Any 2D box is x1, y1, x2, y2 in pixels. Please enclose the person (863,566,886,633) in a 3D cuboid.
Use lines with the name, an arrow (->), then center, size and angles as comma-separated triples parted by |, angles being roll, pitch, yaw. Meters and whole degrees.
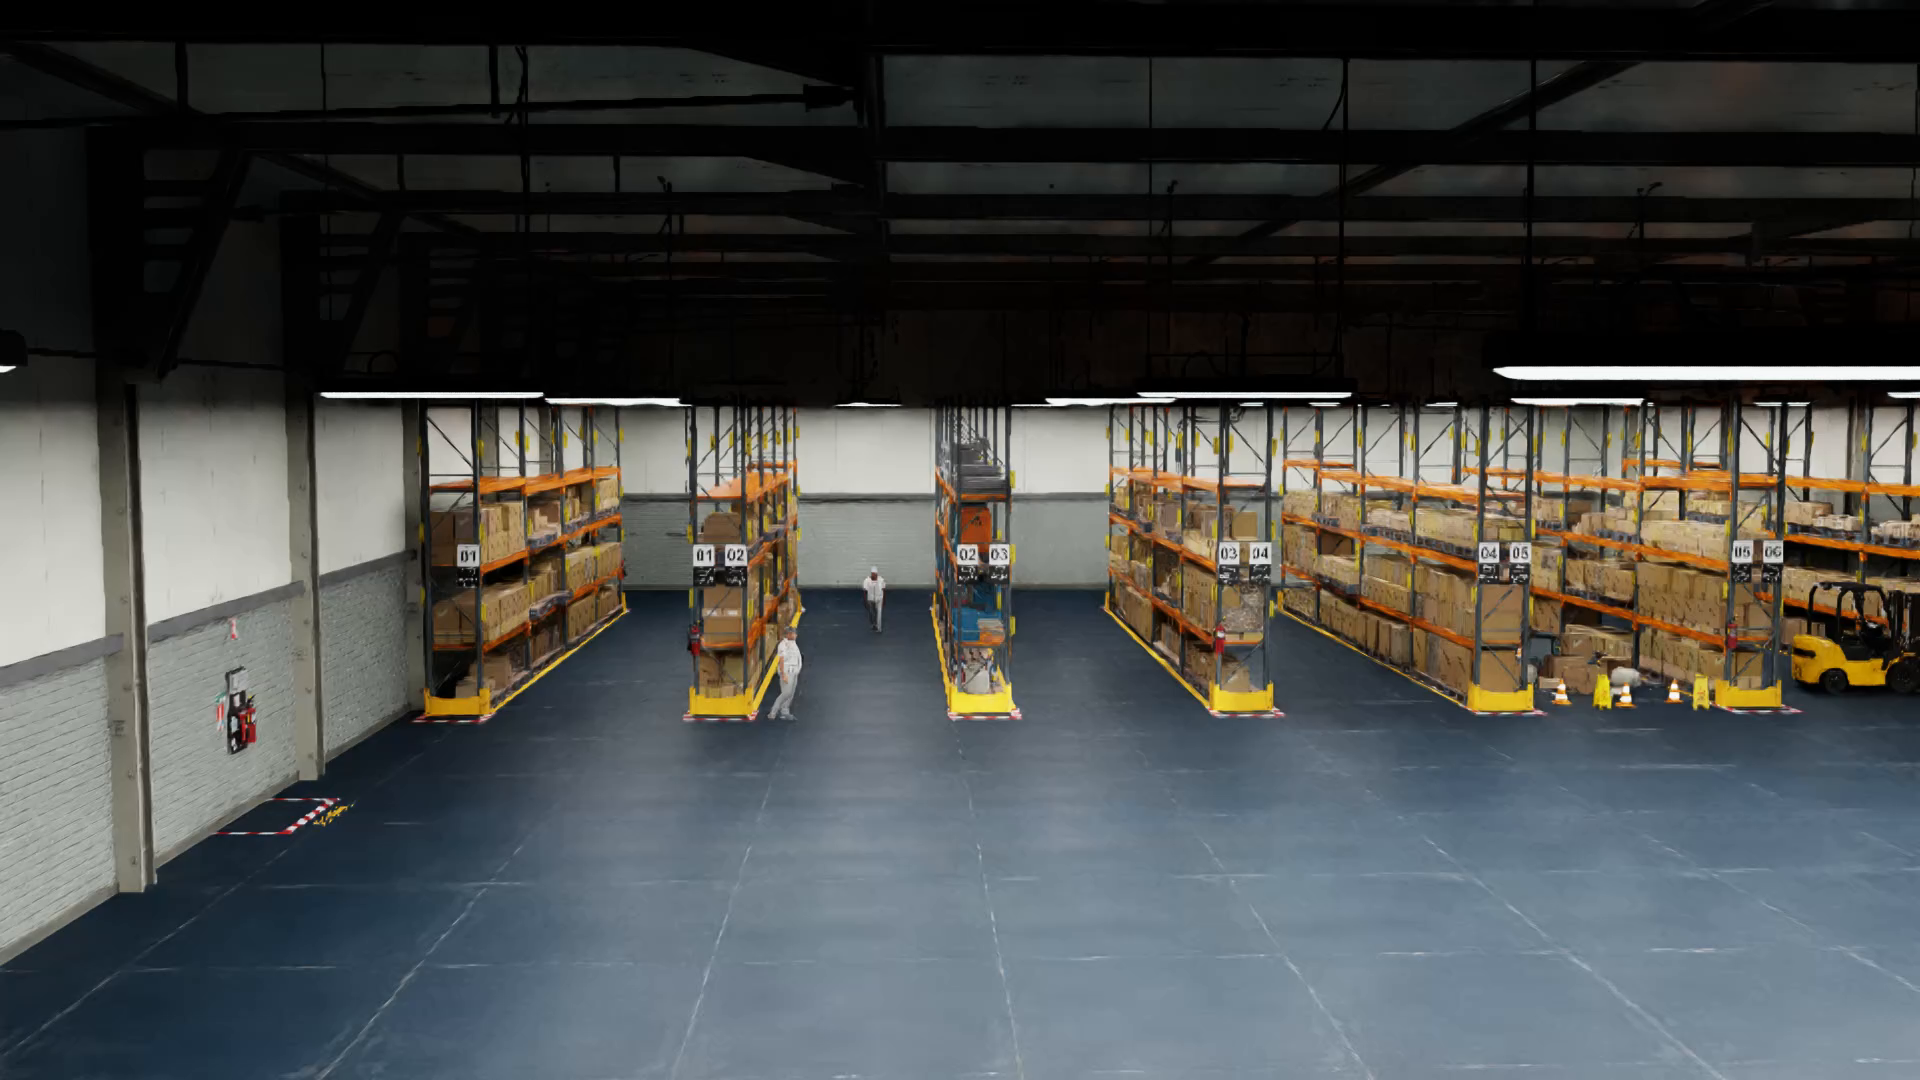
person -> -2.210, 1.505, 42.741 | 0.577, 1.691, 1.115 | 0, 4, 0

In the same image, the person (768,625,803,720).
person -> -3.195, 2.441, 30.535 | 0.474, 1.736, 0.712 | 2, 5, 26
